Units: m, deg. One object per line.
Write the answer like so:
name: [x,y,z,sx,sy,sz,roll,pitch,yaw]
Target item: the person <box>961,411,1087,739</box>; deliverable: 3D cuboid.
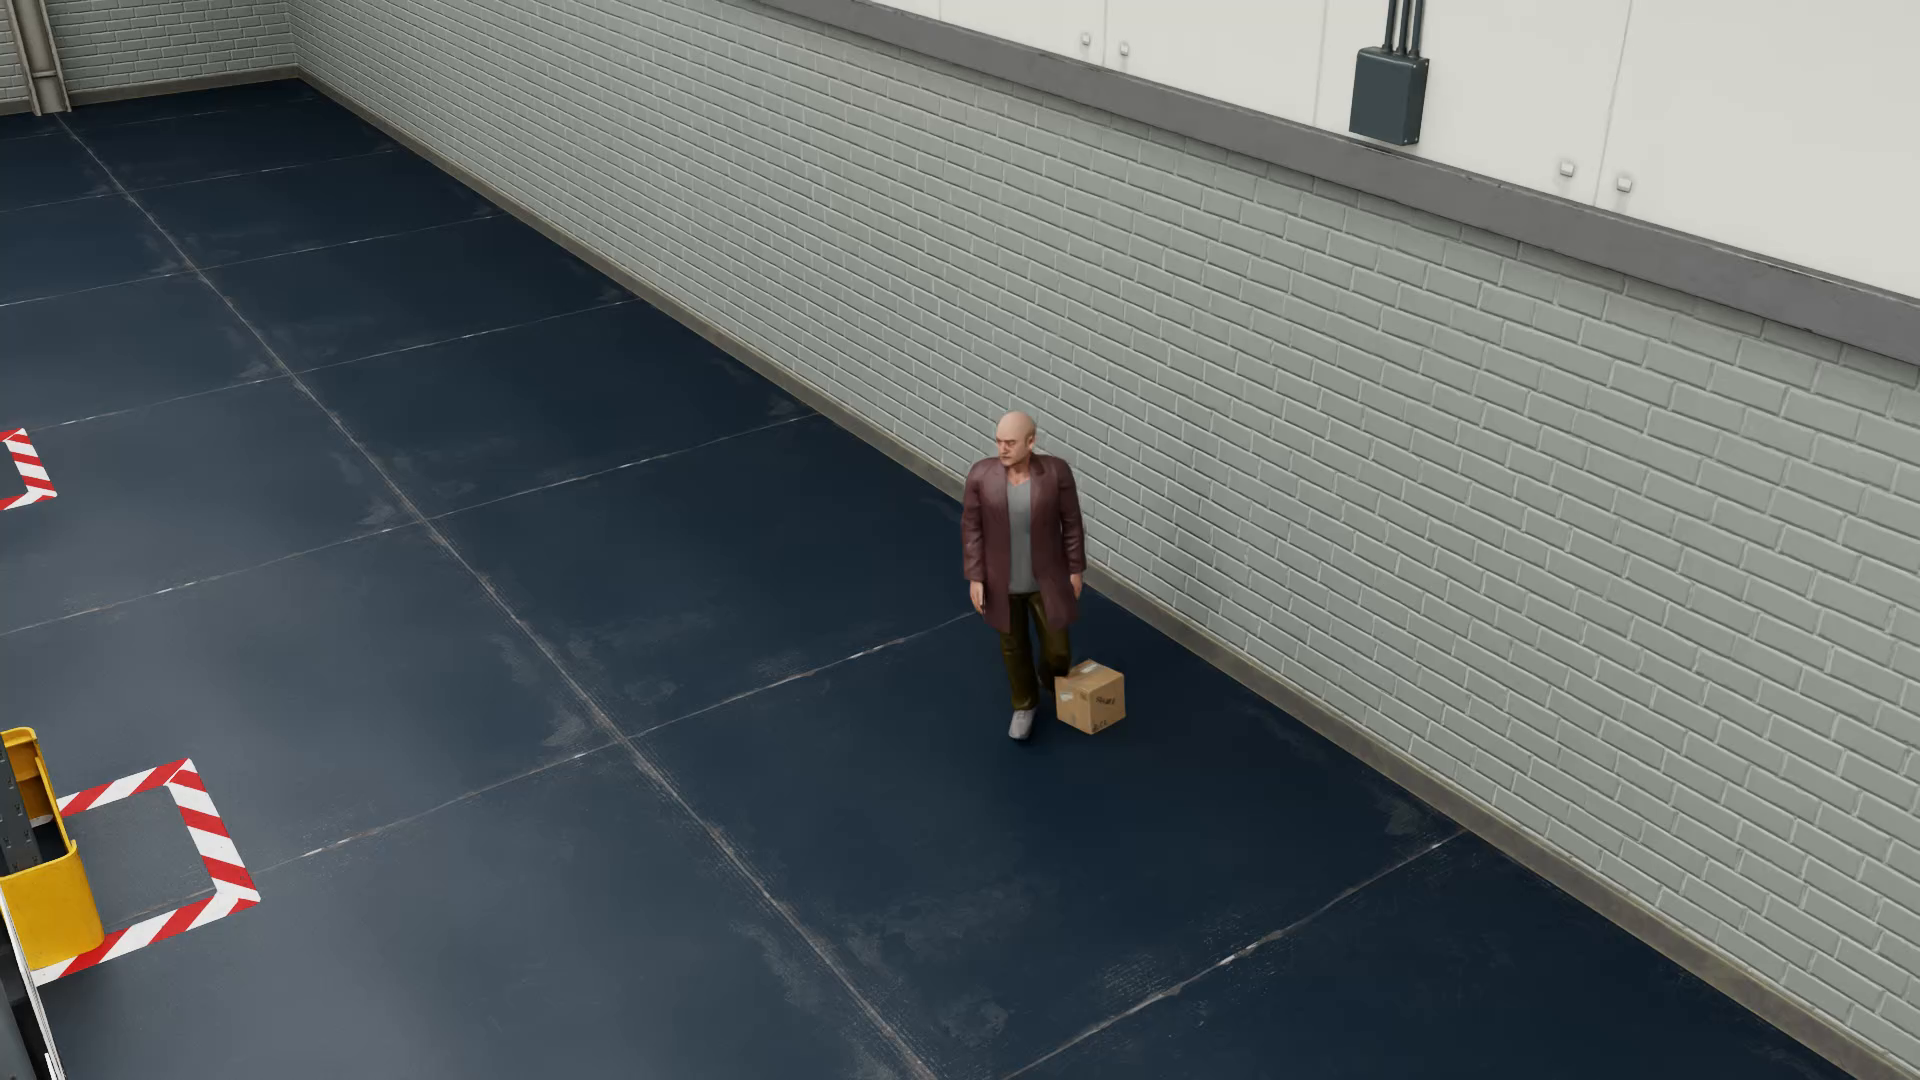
person: [0.340,0.175,8.289,0.675,1.772,0.509,3,28,6]
